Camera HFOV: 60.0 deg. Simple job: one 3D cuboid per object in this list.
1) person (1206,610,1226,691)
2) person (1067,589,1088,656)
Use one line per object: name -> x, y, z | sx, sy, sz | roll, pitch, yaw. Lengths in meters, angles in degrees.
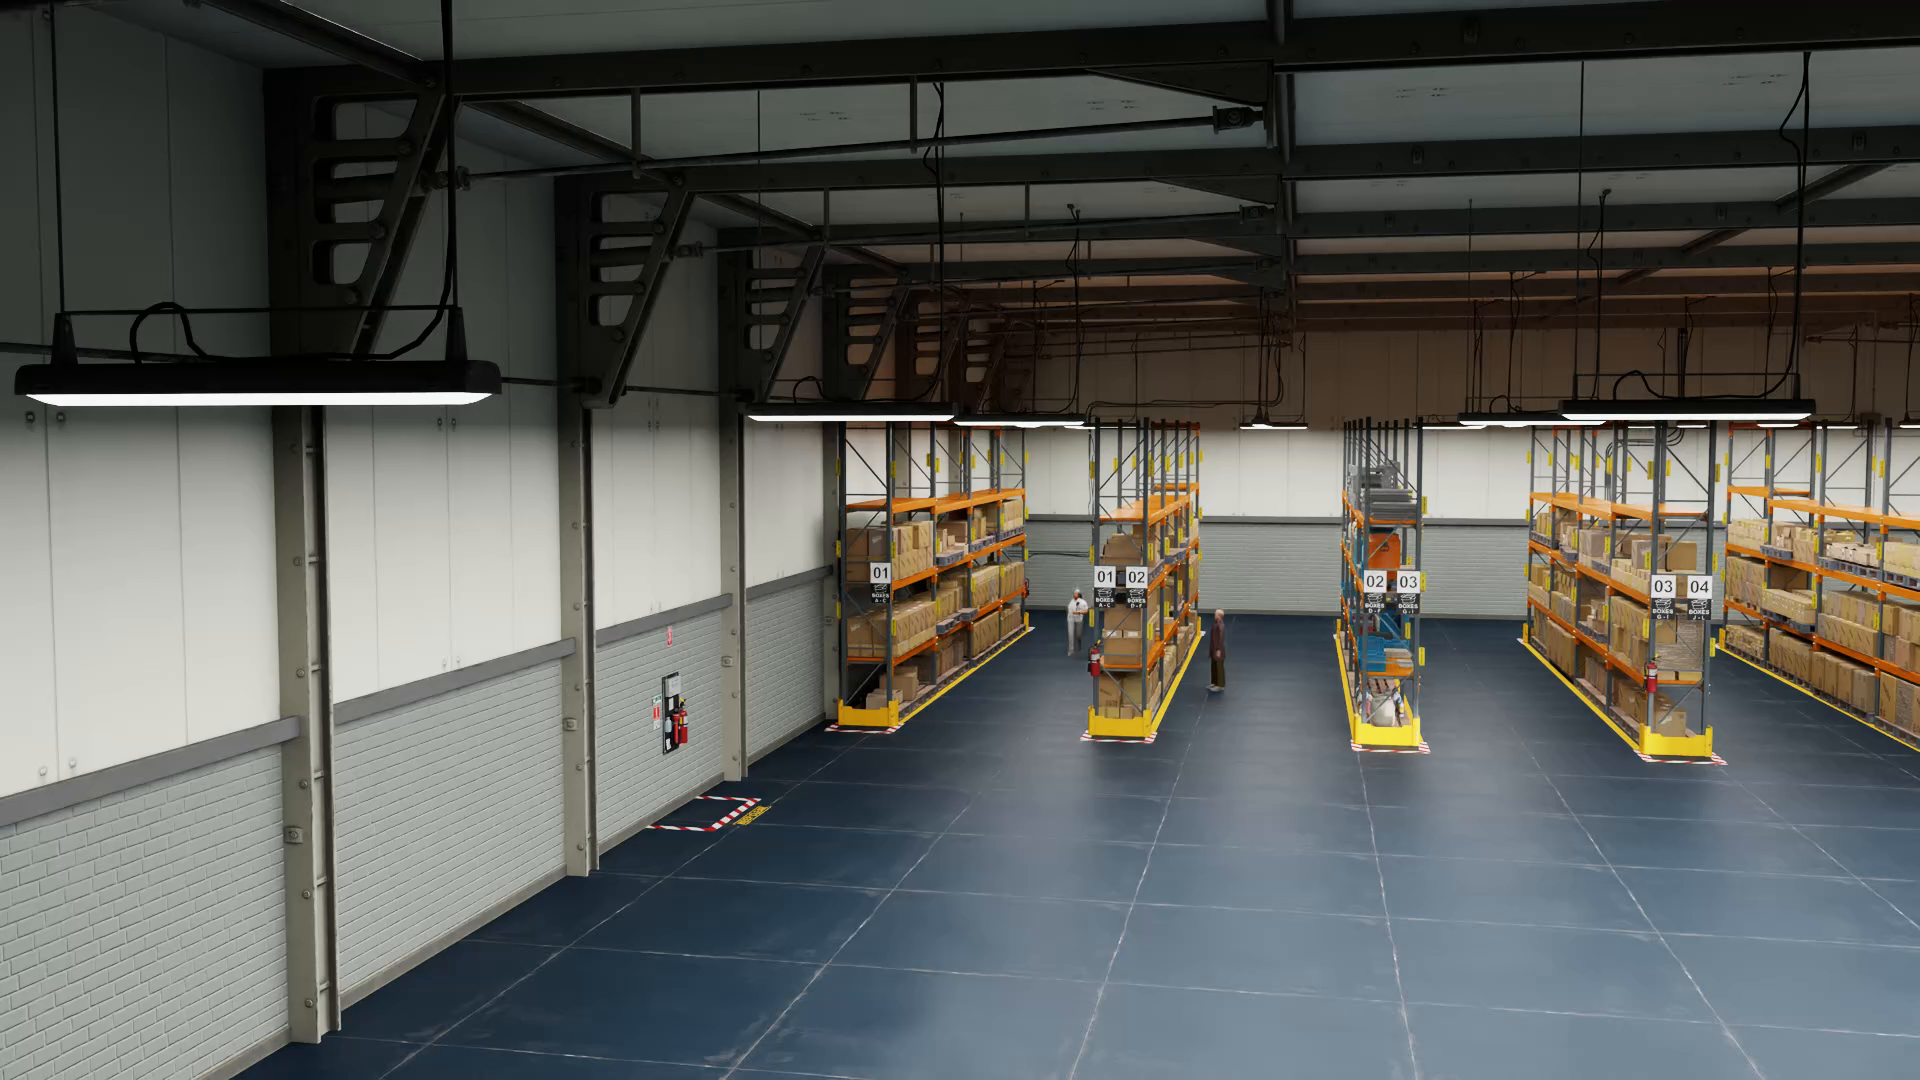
person -> 5.684, 2.433, 36.856 | 0.424, 1.786, 0.617 | -1, 4, -12
person -> 2.942, 2.043, 41.677 | 0.554, 1.615, 1.028 | 1, 4, 11
